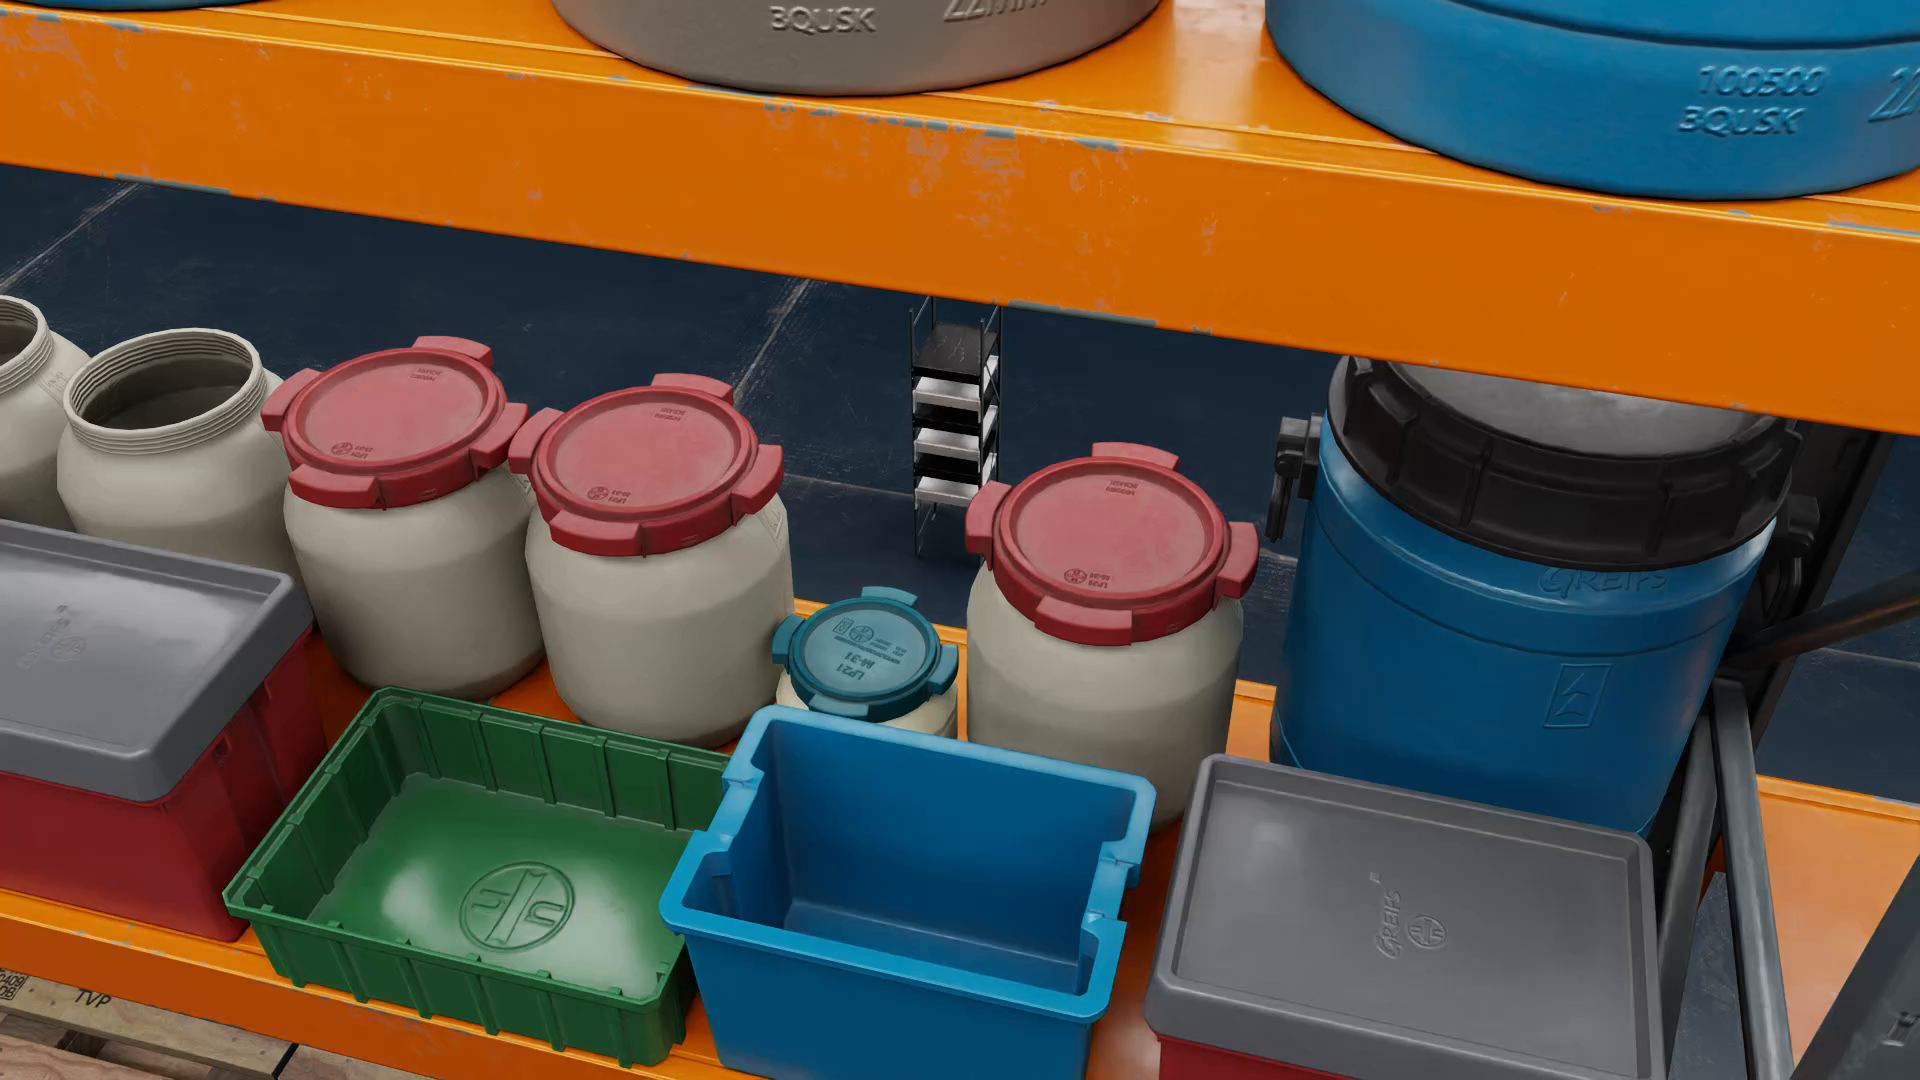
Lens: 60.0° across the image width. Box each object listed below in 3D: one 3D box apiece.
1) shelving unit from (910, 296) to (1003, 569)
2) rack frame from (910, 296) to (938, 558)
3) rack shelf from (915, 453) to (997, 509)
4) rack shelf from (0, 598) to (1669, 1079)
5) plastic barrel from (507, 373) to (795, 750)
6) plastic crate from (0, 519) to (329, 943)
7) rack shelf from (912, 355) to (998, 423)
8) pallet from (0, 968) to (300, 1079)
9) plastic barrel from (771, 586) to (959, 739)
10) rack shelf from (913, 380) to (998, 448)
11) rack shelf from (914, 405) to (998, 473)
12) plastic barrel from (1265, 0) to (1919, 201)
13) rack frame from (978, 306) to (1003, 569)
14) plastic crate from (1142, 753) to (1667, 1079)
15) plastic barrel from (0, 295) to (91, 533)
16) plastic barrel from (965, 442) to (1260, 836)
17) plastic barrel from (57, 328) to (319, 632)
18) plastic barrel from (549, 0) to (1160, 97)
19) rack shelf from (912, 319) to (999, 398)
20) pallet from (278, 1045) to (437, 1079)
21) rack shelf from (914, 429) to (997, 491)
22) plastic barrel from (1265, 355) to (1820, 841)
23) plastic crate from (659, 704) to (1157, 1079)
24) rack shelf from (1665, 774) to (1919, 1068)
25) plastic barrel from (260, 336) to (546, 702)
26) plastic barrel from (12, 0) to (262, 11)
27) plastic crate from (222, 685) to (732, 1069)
[{"bbox_3d":[-0.008,-0.346,4.962,0.210,0.900,0.258,10,41,11],"label":"shelving unit"},{"bbox_3d":[-0.106,-0.363,4.982,0.006,0.900,0.240,10,41,11],"label":"rack frame"},{"bbox_3d":[-0.008,-0.183,5.099,0.200,0.077,0.258,10,41,11],"label":"rack shelf"},{"bbox_3d":[-0.844,0.472,2.916,4.000,0.370,1.077,10,41,11],"label":"rack shelf"},{"bbox_3d":[-0.488,0.059,2.741,0.433,0.535,0.433,0,40,0],"label":"plastic barrel"},{"bbox_3d":[-1.294,0.298,2.513,0.583,0.464,0.402,10,41,11],"label":"plastic crate"},{"bbox_3d":[-0.008,-0.458,4.868,0.200,0.077,0.258,10,41,11],"label":"rack shelf"},{"bbox_3d":[-2.037,1.084,3.795,1.213,0.211,1.003,10,41,11],"label":"pallet"},{"bbox_3d":[-0.150,0.266,2.708,0.301,0.262,0.301,0,40,0],"label":"plastic barrel"},{"bbox_3d":[-0.008,-0.389,4.926,0.200,0.077,0.258,10,41,11],"label":"rack shelf"},{"bbox_3d":[-0.008,-0.320,4.984,0.200,0.077,0.258,10,41,11],"label":"rack shelf"},{"bbox_3d":[0.541,-0.762,1.103,0.708,0.901,0.600,10,41,11],"label":"plastic barrel"},{"bbox_3d":[0.090,-0.329,4.942,0.006,0.900,0.240,10,41,11],"label":"rack frame"},{"bbox_3d":[0.542,0.614,2.137,0.583,0.464,0.402,10,41,11],"label":"plastic crate"},{"bbox_3d":[-1.727,-0.141,2.999,0.421,0.512,0.421,0,40,0],"label":"plastic barrel"},{"bbox_3d":[0.221,0.181,2.596,0.433,0.535,0.433,0,40,0],"label":"plastic barrel"},{"bbox_3d":[-1.320,-0.071,2.915,0.421,0.512,0.421,0,40,0],"label":"plastic barrel"},{"bbox_3d":[-0.091,-0.871,1.232,0.600,0.901,0.600,0,40,0],"label":"plastic barrel"},{"bbox_3d":[-0.008,-0.527,4.810,0.200,0.077,0.258,10,41,11],"label":"rack shelf"},{"bbox_3d":[-0.862,1.288,3.552,1.213,0.211,1.003,10,41,11],"label":"pallet"},{"bbox_3d":[-0.008,-0.252,5.042,0.200,0.077,0.258,10,41,11],"label":"rack shelf"},{"bbox_3d":[0.794,0.084,2.428,0.708,0.901,0.600,10,41,11],"label":"plastic barrel"},{"bbox_3d":[-0.058,0.545,2.282,0.575,0.384,0.392,10,41,11],"label":"plastic crate"},{"bbox_3d":[3.021,1.136,2.124,4.000,0.370,1.077,10,41,11],"label":"rack shelf"},{"bbox_3d":[-0.906,-0.013,2.827,0.433,0.535,0.433,0,40,0],"label":"plastic barrel"},{"bbox_3d":[-0.722,-0.979,1.361,0.708,0.901,0.600,10,41,11],"label":"plastic barrel"},{"bbox_3d":[-0.667,0.496,2.492,0.662,0.188,0.450,10,41,11],"label":"plastic crate"}]
